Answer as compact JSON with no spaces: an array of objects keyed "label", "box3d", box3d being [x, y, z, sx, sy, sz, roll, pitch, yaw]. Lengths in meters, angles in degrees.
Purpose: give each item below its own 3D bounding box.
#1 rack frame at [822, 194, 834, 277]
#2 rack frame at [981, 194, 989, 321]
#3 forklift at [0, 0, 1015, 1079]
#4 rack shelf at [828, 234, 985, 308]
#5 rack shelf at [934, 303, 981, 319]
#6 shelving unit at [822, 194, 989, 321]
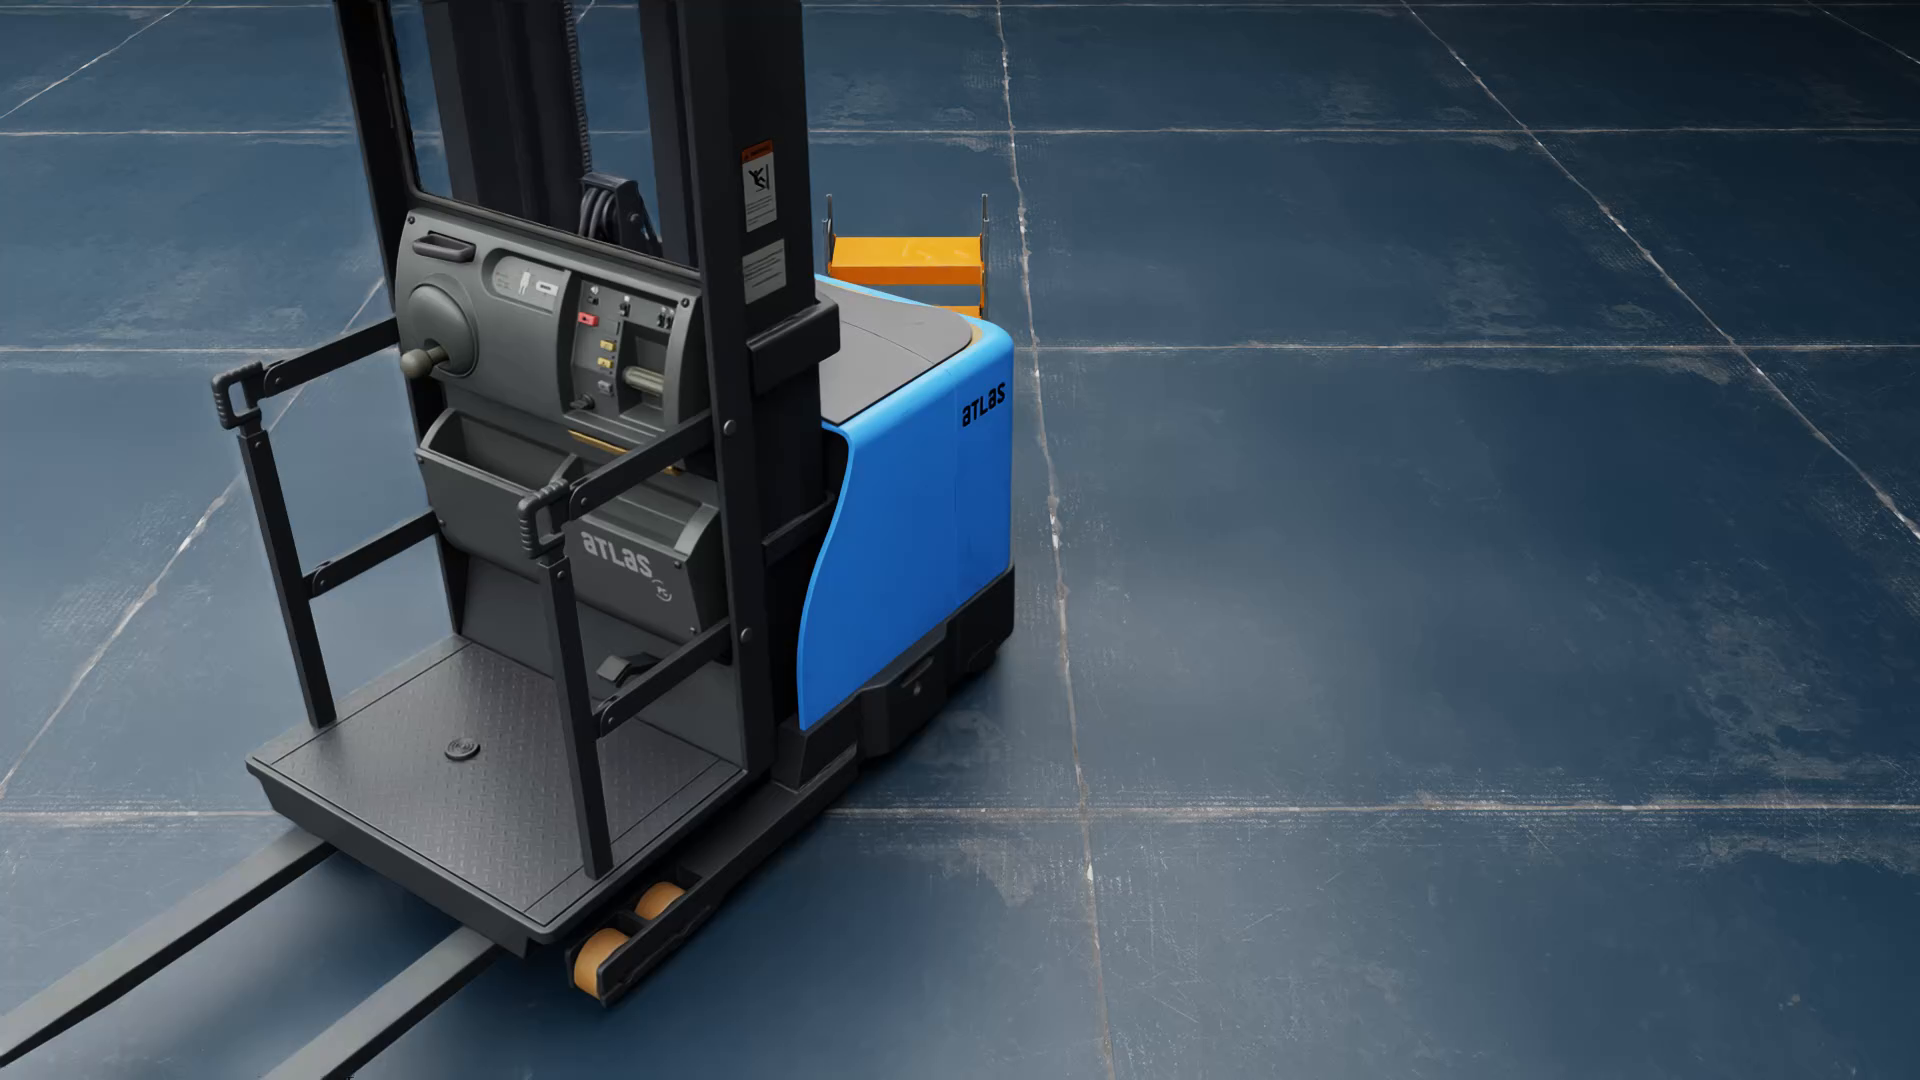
[{"label":"rack frame","box3d":[-0.410,-0.512,5.437,0.015,1.200,0.240,0,31,0]},{"label":"rack frame","box3d":[0.078,-0.513,5.439,0.015,1.200,0.240,0,31,0]},{"label":"forklift","box3d":[-1.083,-0.445,3.658,1.130,2.935,3.031,20,36,29]},{"label":"rack shelf","box3d":[-0.166,-0.848,5.234,0.480,0.148,0.258,0,31,0]},{"label":"rack shelf","box3d":[-0.166,-0.646,5.357,0.480,0.148,0.258,0,31,0]},{"label":"shelving unit","box3d":[-0.166,-0.512,5.438,0.503,1.200,0.258,0,31,0]}]
